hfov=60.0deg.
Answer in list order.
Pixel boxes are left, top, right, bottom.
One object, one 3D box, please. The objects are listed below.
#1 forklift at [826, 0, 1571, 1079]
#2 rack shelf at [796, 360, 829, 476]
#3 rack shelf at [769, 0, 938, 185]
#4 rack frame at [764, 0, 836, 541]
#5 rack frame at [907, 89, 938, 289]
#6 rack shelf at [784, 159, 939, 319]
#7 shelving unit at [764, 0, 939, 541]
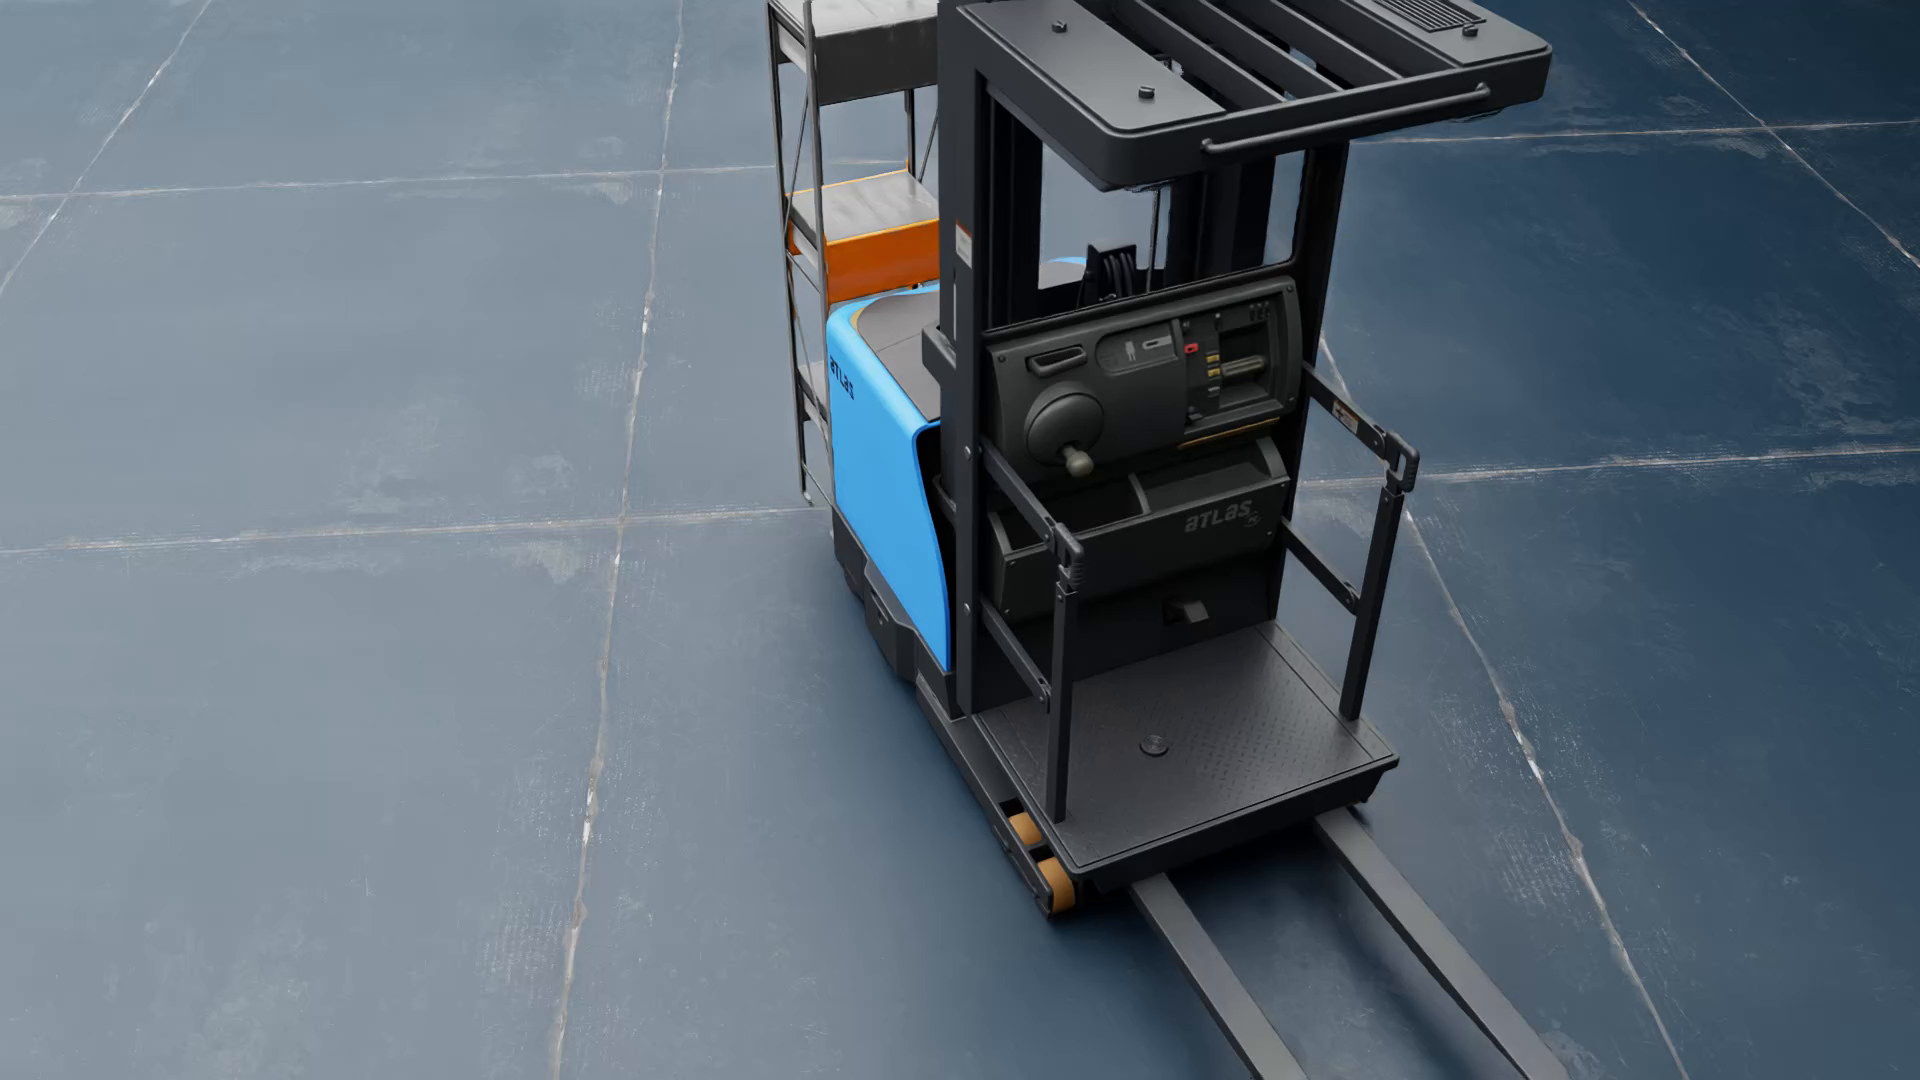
[{"bbox_3d":[0.608,-0.366,4.347,1.130,2.935,3.031,-16,41,-19],"label":"forklift"},{"bbox_3d":[-0.313,-0.414,6.231,0.480,0.518,0.431,-16,41,-20],"label":"rack shelf"},{"bbox_3d":[-0.313,-1.513,5.364,0.480,0.518,0.431,-16,41,-20],"label":"rack shelf"},{"bbox_3d":[-0.534,-0.910,5.708,0.015,2.100,0.400,-16,41,-20],"label":"rack frame"},{"bbox_3d":[-0.092,-1.038,5.871,0.015,2.100,0.400,-16,41,-20],"label":"rack frame"},{"bbox_3d":[-0.313,-0.963,5.798,0.480,0.518,0.431,-16,41,-20],"label":"rack shelf"},{"bbox_3d":[-0.313,-0.974,5.789,0.503,2.100,0.431,-16,41,-20],"label":"shelving unit"}]
